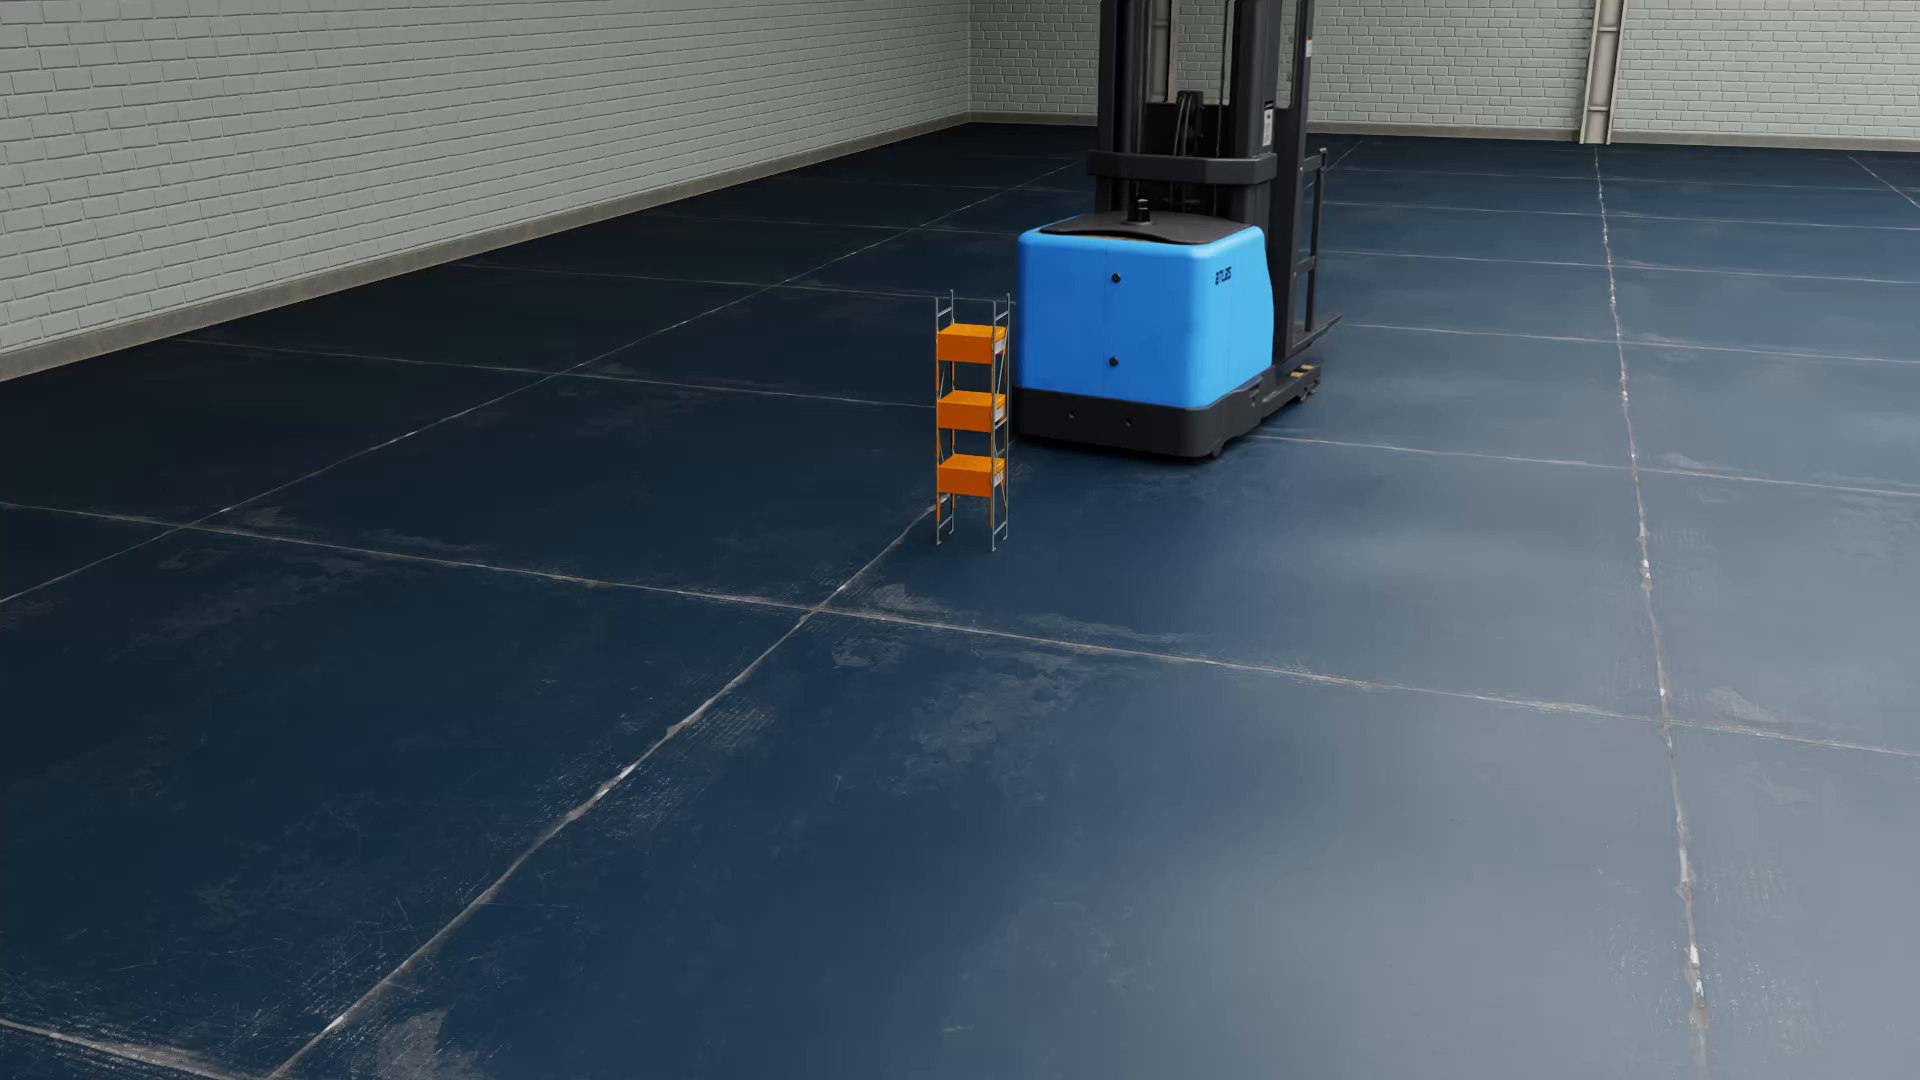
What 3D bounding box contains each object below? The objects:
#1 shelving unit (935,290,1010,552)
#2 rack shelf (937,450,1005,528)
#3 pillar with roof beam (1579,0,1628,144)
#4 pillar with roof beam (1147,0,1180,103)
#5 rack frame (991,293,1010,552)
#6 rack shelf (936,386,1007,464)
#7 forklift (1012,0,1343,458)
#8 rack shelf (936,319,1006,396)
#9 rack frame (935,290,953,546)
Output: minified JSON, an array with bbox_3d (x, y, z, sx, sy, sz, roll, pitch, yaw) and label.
[{"bbox_3d":[0.051,-0.490,6.887,0.252,1.050,0.215,7,20,18],"label":"shelving unit"},{"bbox_3d":[0.051,-0.218,6.982,0.240,0.259,0.215,7,20,18],"label":"rack shelf"},{"bbox_3d":[7.170,-8.285,17.174,0.400,9.000,9.100,7,20,18],"label":"pillar with roof beam"},{"bbox_3d":[1.502,-8.934,19.034,0.400,9.000,9.100,7,20,18],"label":"pillar with roof beam"},{"bbox_3d":[0.166,-0.477,6.849,0.008,1.050,0.200,7,20,18],"label":"rack frame"},{"bbox_3d":[0.051,-0.480,6.890,0.240,0.259,0.215,7,20,18],"label":"rack shelf"},{"bbox_3d":[1.406,-2.221,8.995,1.130,2.935,3.031,10,22,27],"label":"forklift"},{"bbox_3d":[0.051,-0.748,6.797,0.240,0.259,0.215,7,20,18],"label":"rack shelf"},{"bbox_3d":[-0.065,-0.503,6.925,0.008,1.050,0.200,7,20,18],"label":"rack frame"}]
